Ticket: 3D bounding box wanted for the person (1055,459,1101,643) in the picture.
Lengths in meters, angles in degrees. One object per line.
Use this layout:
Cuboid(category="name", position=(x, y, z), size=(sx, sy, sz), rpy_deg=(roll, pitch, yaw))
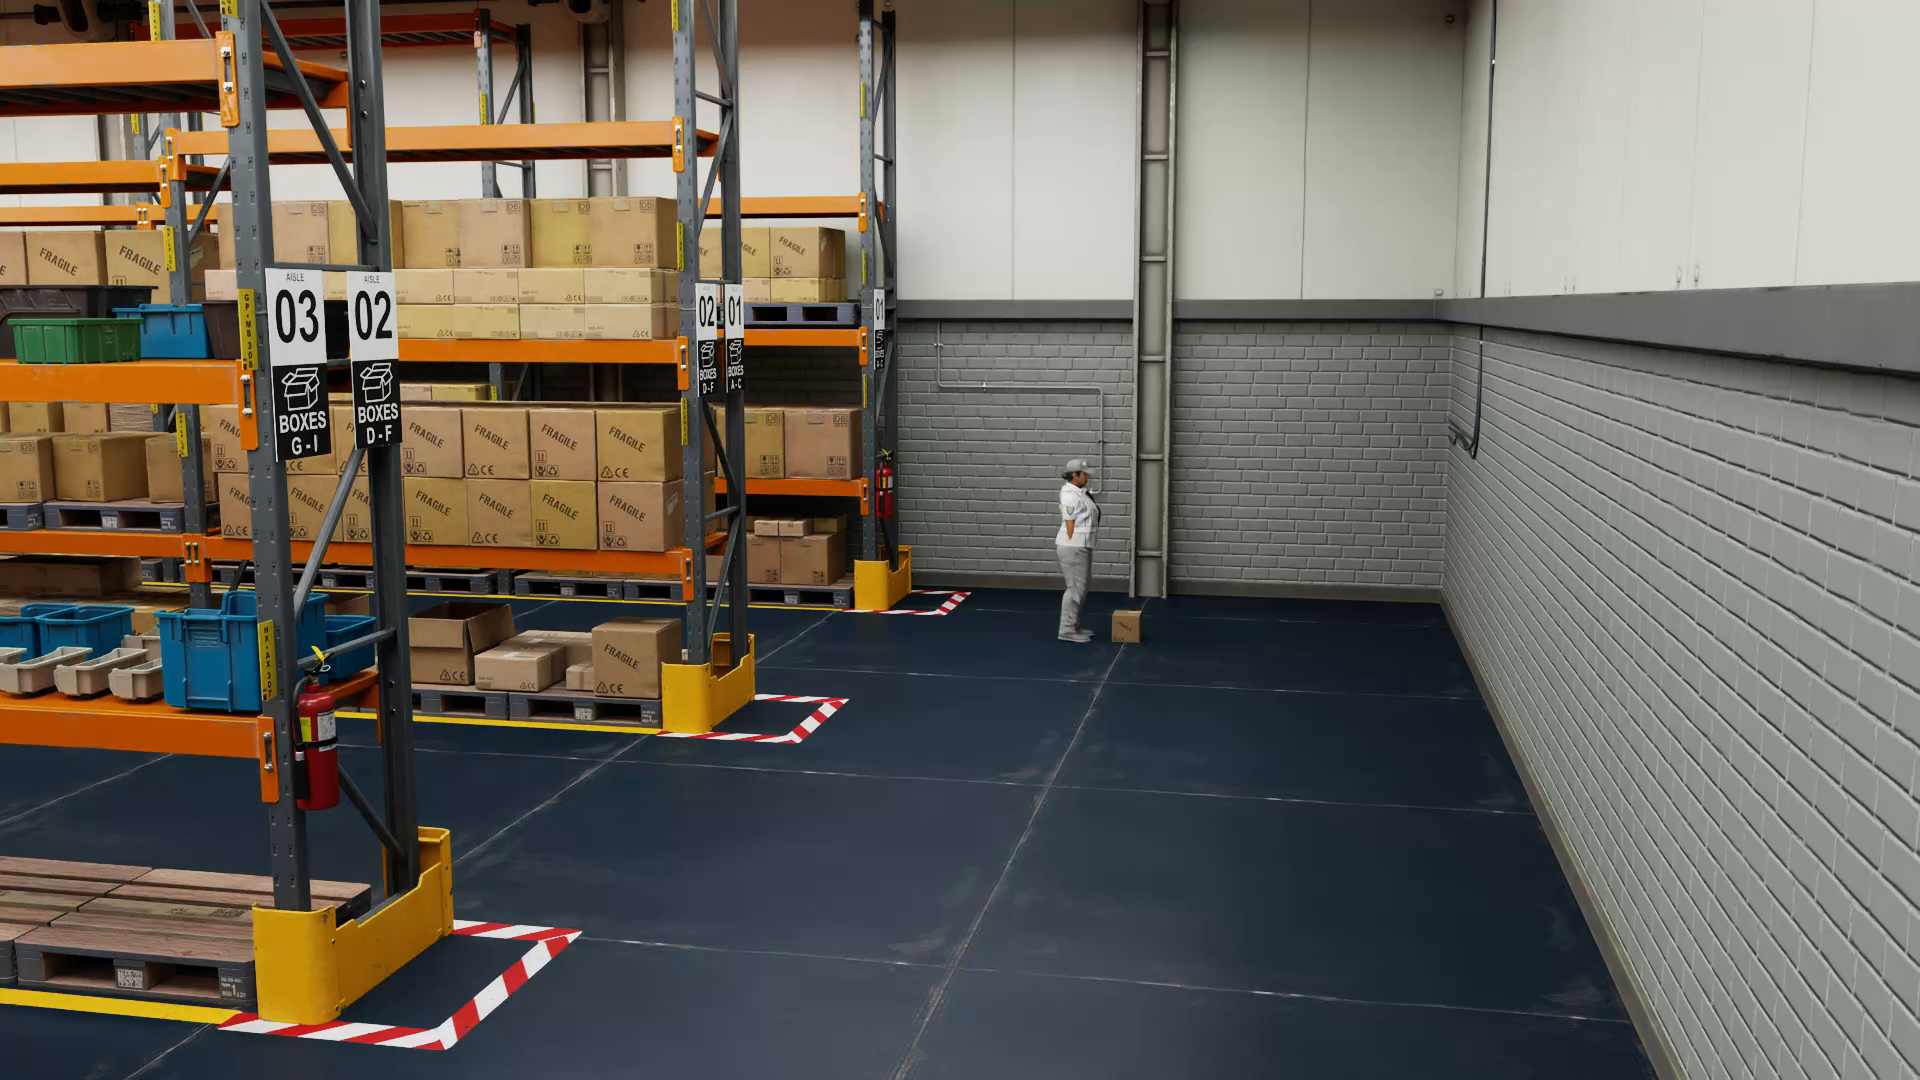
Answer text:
Cuboid(category="person", position=(1.077, 0.084, 15.246), size=(0.391, 1.661, 0.467), rpy_deg=(2, 8, 12))
